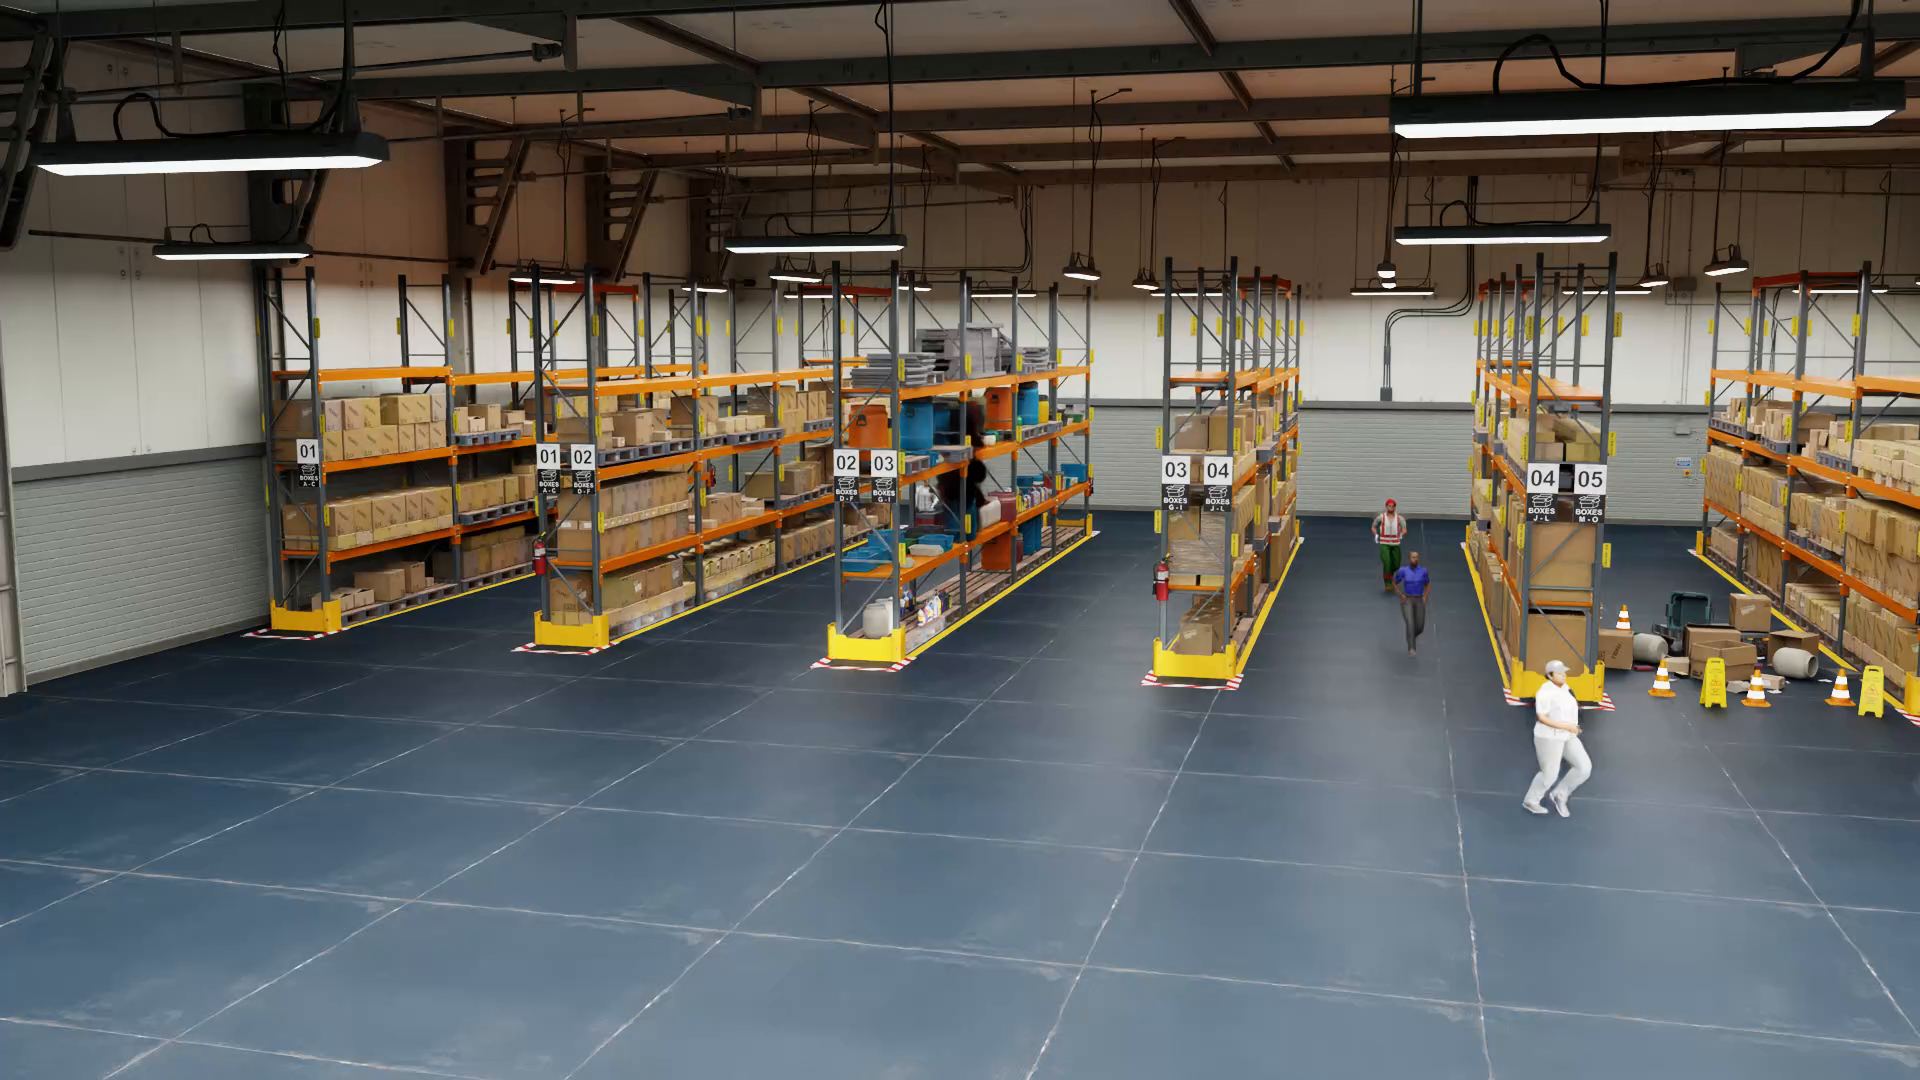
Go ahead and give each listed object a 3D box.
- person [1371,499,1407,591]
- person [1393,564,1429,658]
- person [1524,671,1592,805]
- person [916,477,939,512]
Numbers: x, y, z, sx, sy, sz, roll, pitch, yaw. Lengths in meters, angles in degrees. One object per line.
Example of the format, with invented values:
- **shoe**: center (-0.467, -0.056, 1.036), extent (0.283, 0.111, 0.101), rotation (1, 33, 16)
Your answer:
- **person**: center (8.258, 0.082, 32.001), extent (0.663, 1.748, 0.780), rotation (1, 7, 5)
- **person**: center (6.938, 1.061, 25.599), extent (0.550, 1.427, 0.601), rotation (0, 7, 1)
- **person**: center (6.139, 2.011, 17.062), extent (0.614, 1.523, 0.636), rotation (-5, 9, -36)
- **person**: center (-0.796, -0.738, 38.940), extent (0.605, 1.644, 0.581), rotation (0, 7, 4)
